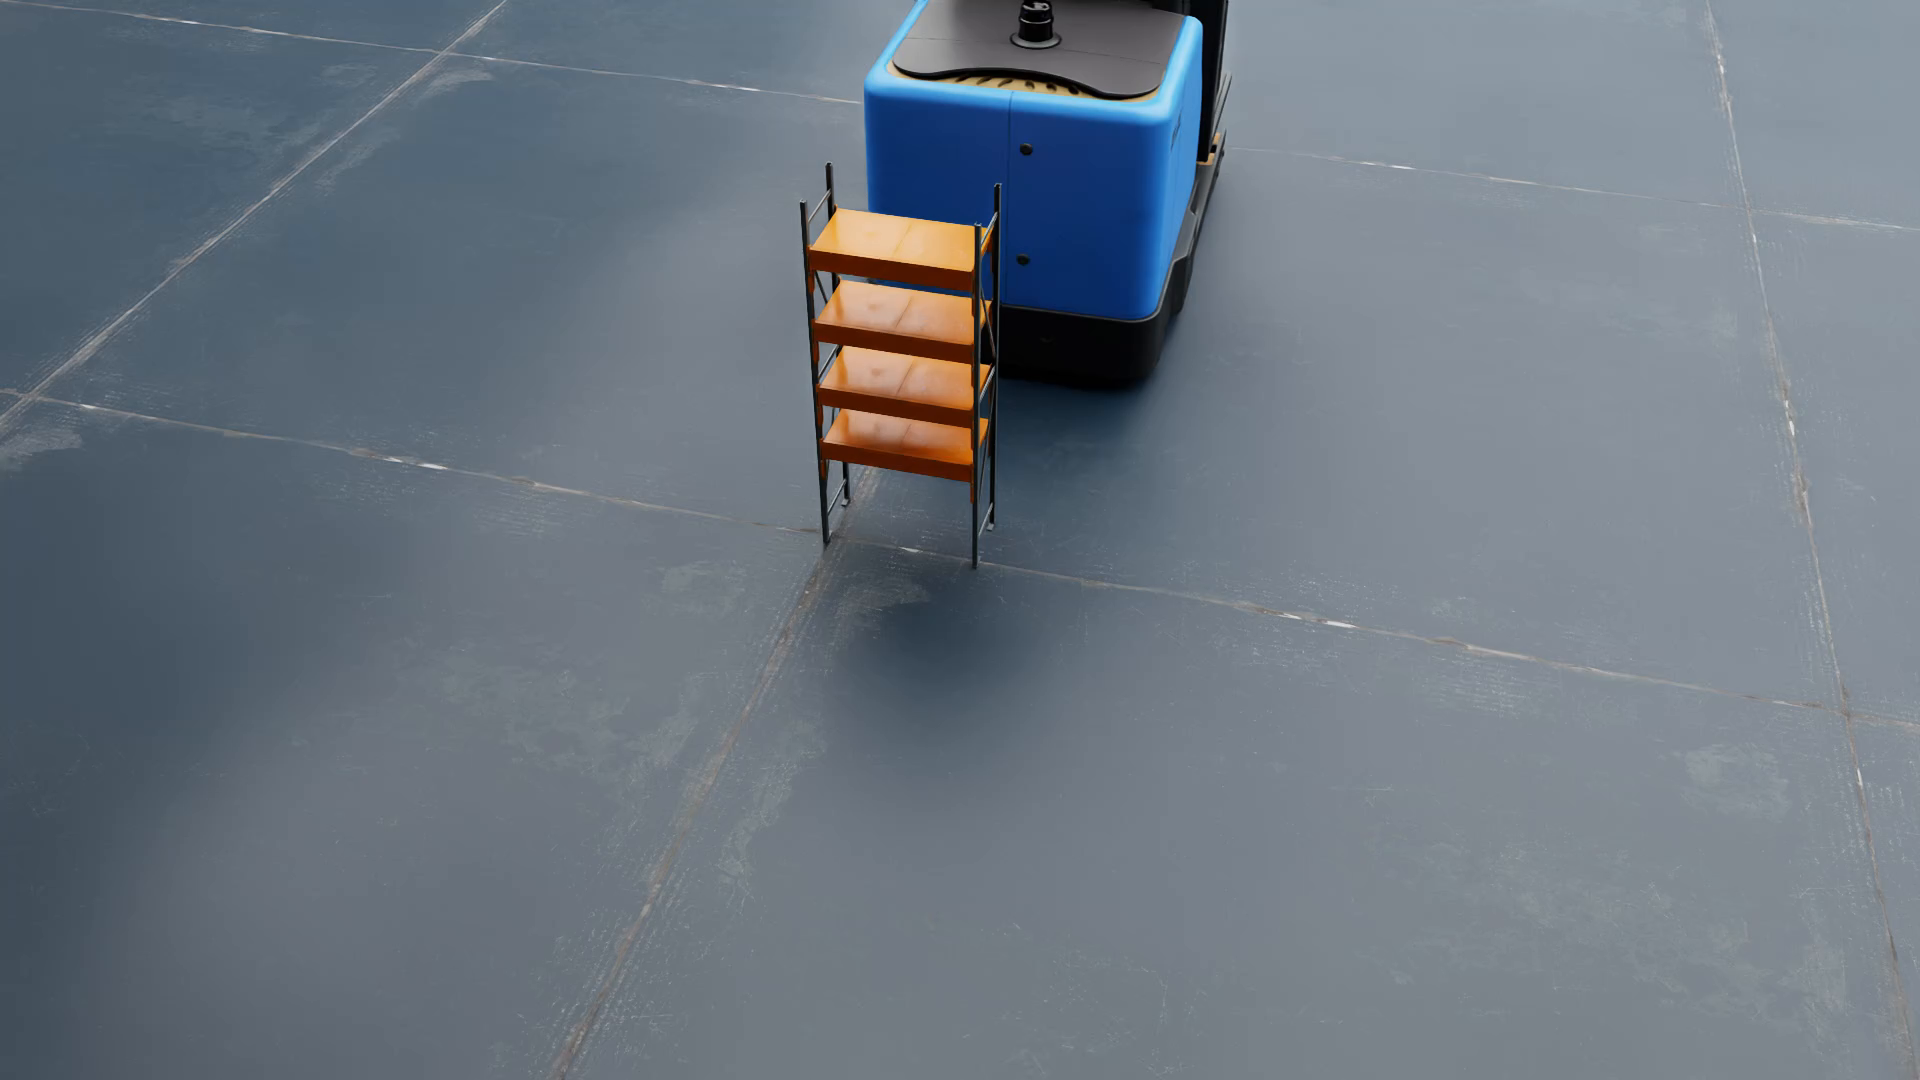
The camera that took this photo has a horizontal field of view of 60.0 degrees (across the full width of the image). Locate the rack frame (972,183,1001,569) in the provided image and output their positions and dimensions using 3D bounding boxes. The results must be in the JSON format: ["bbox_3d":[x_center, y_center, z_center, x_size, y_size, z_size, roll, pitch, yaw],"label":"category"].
[{"bbox_3d":[0.076,-0.446,4.870,0.015,1.200,0.240,10,41,11],"label":"rack frame"}]

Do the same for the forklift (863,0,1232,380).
[{"bbox_3d":[0.521,-2.638,6.134,1.130,2.935,3.031,9,41,11],"label":"forklift"}]

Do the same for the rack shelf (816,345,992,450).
[{"bbox_3d":[-0.160,-0.435,4.962,0.480,0.148,0.258,10,41,11],"label":"rack shelf"}]

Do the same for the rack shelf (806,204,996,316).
[{"bbox_3d":[-0.160,-0.788,4.666,0.480,0.148,0.258,10,41,11],"label":"rack shelf"}]

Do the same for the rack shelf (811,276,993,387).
[{"bbox_3d":[-0.160,-0.607,4.818,0.480,0.148,0.258,10,41,11],"label":"rack shelf"}]

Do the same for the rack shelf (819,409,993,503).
[{"bbox_3d":[-0.160,-0.283,5.089,0.480,0.148,0.258,10,41,11],"label":"rack shelf"}]

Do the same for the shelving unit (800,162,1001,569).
[{"bbox_3d":[-0.160,-0.487,4.918,0.503,1.200,0.258,10,41,11],"label":"shelving unit"}]

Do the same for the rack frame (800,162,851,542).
[{"bbox_3d":[-0.396,-0.528,4.967,0.015,1.200,0.240,10,41,11],"label":"rack frame"}]
